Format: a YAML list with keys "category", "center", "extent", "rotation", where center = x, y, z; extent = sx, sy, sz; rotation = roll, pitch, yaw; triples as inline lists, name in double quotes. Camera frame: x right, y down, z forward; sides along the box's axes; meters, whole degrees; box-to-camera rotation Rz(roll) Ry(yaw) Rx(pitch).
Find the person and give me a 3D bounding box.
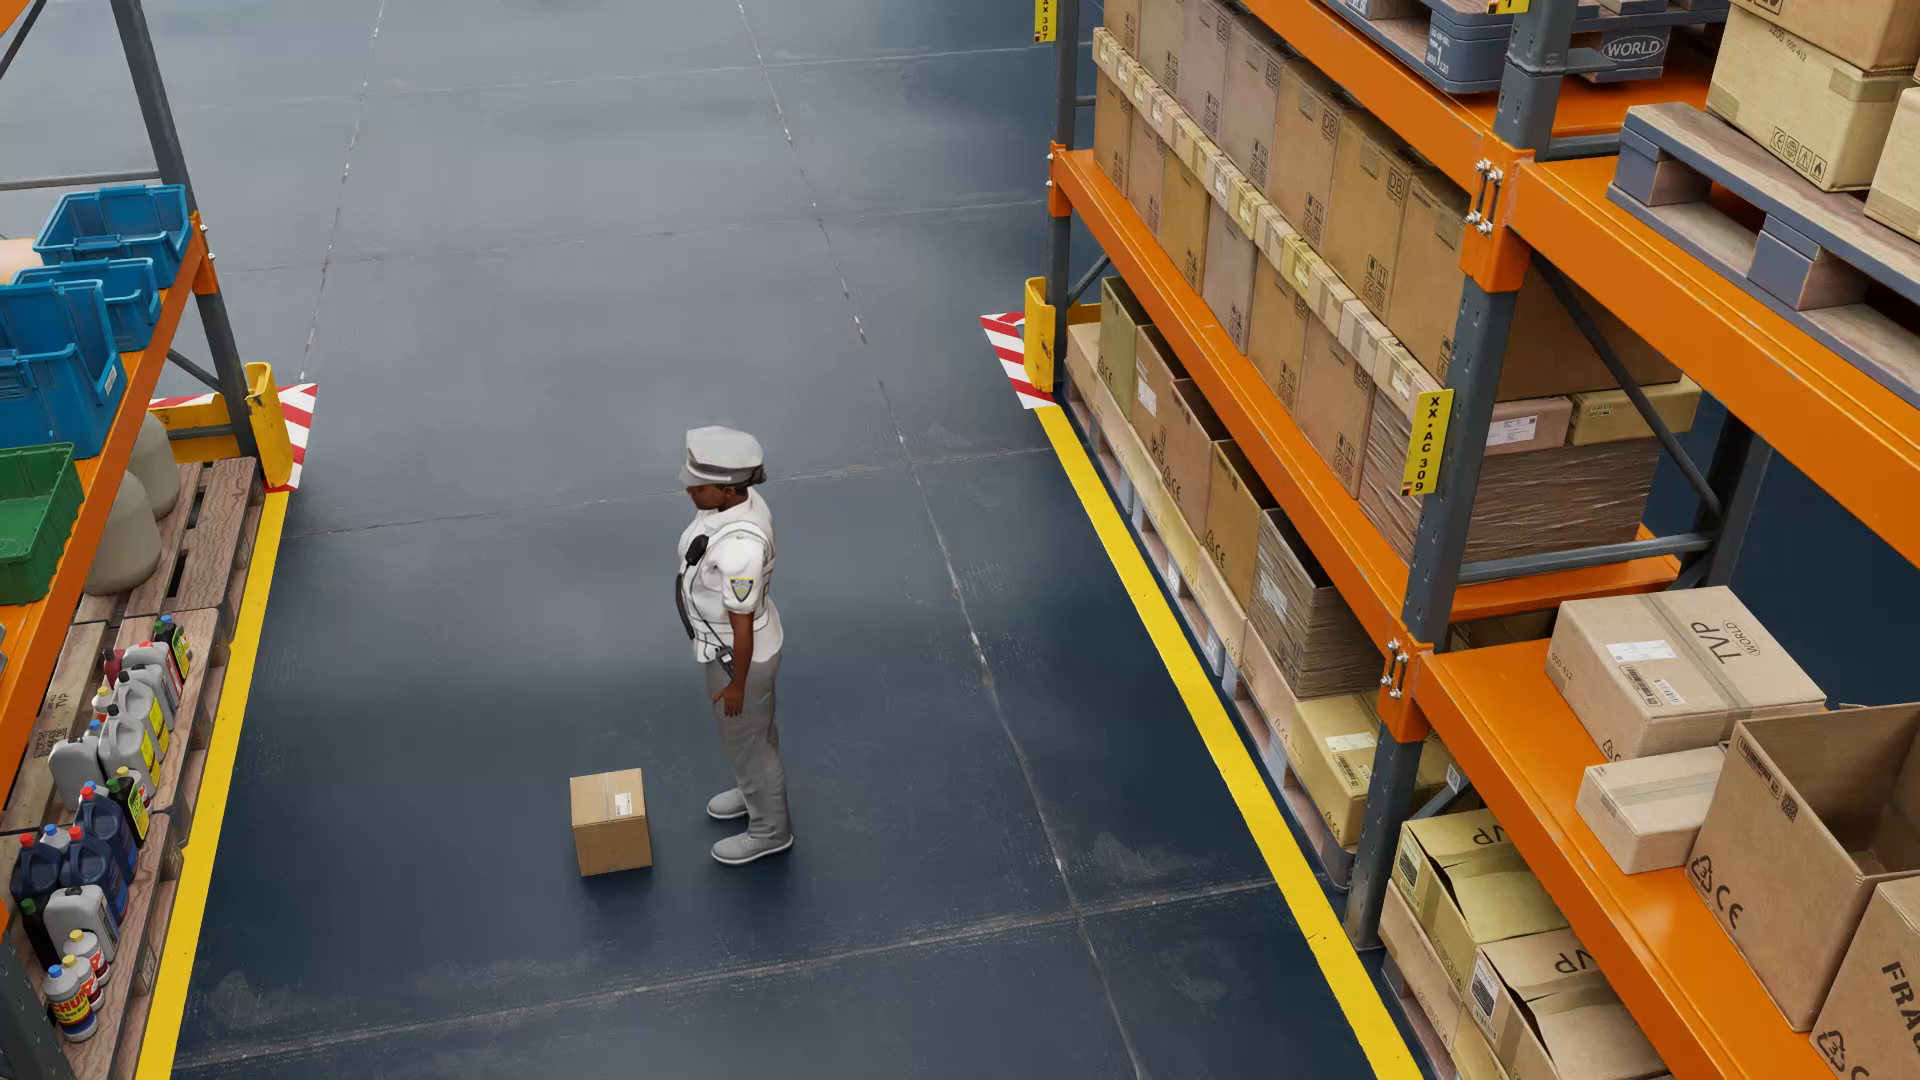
- category: "person"
  center: [-0.761, 0.370, 5.596]
  extent: [0.339, 1.678, 0.436]
  rotation: [-6, 35, -9]
